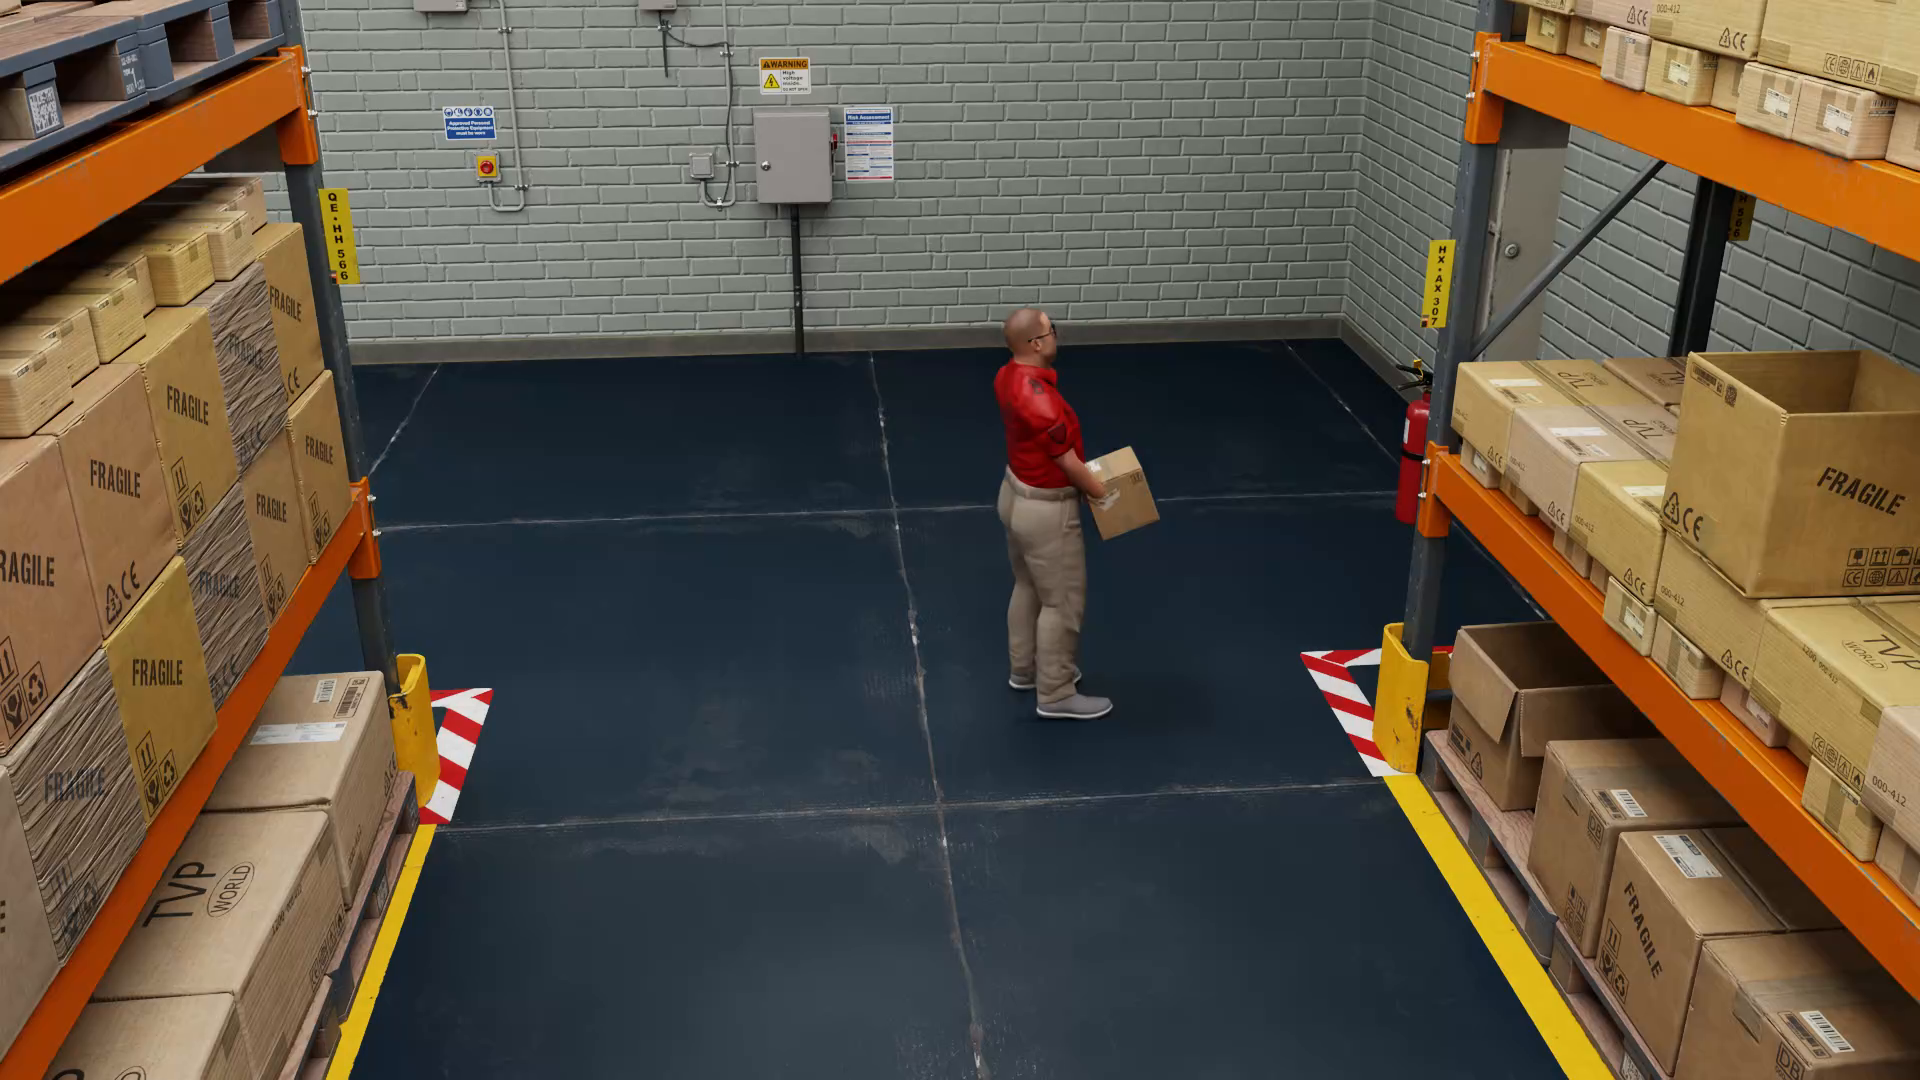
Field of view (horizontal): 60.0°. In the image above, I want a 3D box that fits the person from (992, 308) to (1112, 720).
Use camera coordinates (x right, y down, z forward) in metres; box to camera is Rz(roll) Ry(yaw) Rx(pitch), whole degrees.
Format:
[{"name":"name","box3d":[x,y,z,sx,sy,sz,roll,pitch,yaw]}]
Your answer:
[{"name":"person","box3d":[0.415,-0.123,6.898,0.515,1.728,0.547,-7,25,-16]}]
